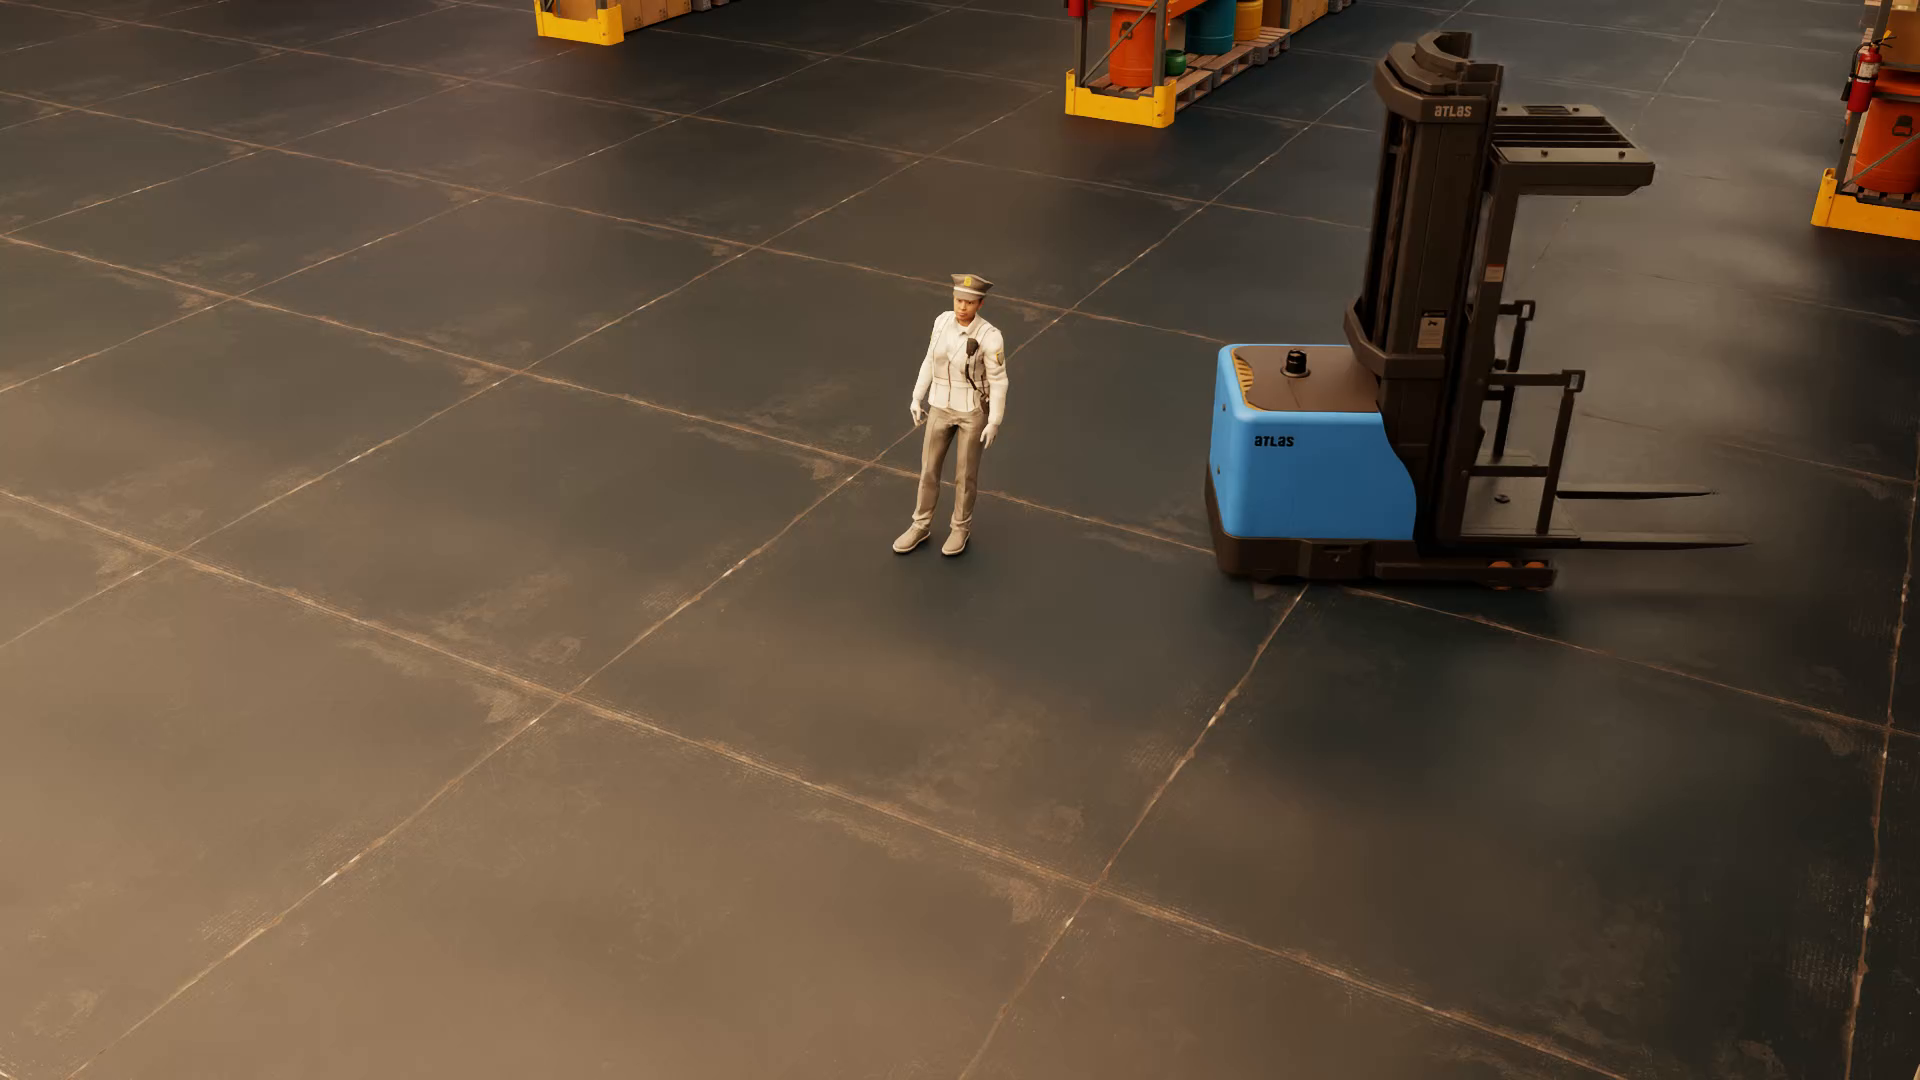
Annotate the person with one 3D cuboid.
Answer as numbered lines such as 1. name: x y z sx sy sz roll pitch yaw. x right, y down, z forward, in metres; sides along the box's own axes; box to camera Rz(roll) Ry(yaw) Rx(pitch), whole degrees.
1. person: -0.039 -0.711 9.526 0.587 1.694 0.529 15 33 25

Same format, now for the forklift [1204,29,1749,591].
1. forklift: 3.020 -1.249 9.234 3.031 2.935 1.130 1 30 2
